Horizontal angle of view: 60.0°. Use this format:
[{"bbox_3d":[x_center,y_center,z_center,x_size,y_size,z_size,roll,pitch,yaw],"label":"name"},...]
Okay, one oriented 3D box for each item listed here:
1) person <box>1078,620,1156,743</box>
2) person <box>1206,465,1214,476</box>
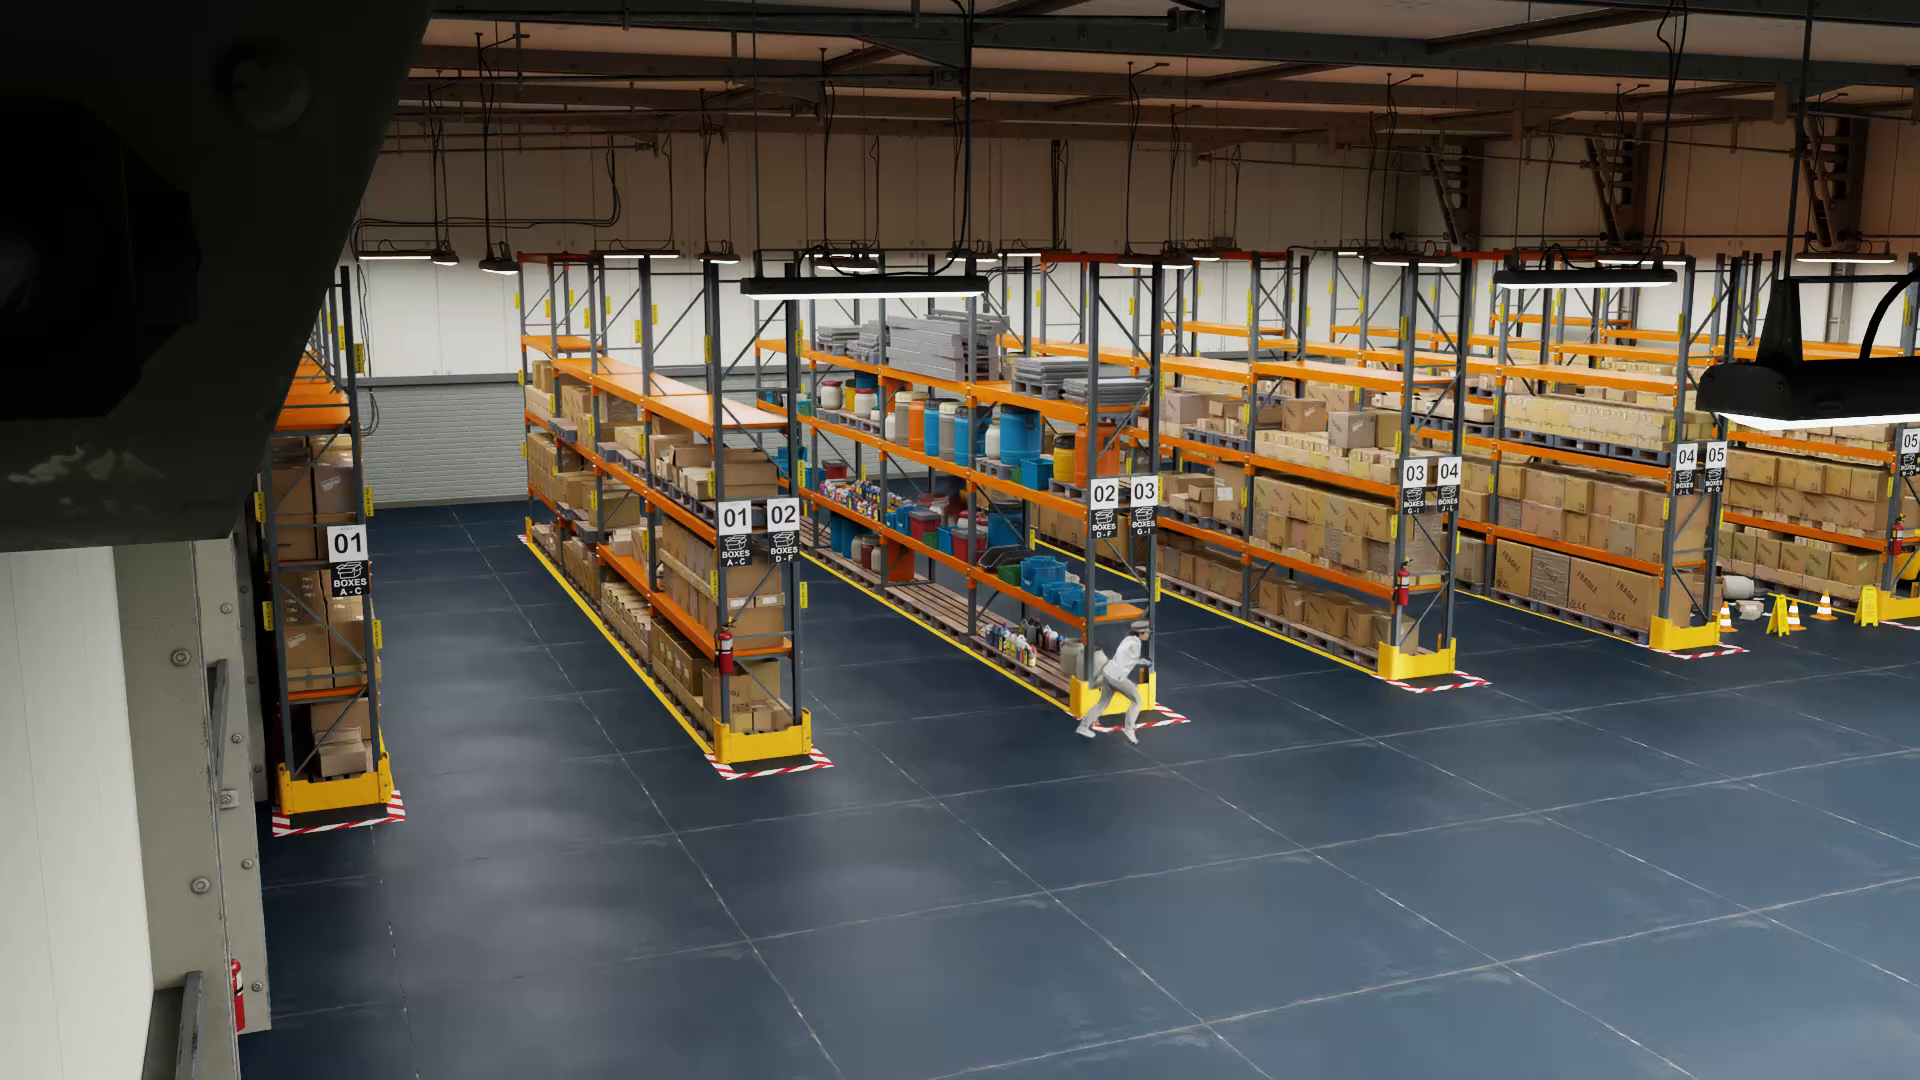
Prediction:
[{"bbox_3d":[1.979,1.812,20.913,0.950,1.622,0.659,-1,10,-4],"label":"person"},{"bbox_3d":[6.423,-2.007,41.268,0.903,1.779,0.669,7,13,35],"label":"person"}]
